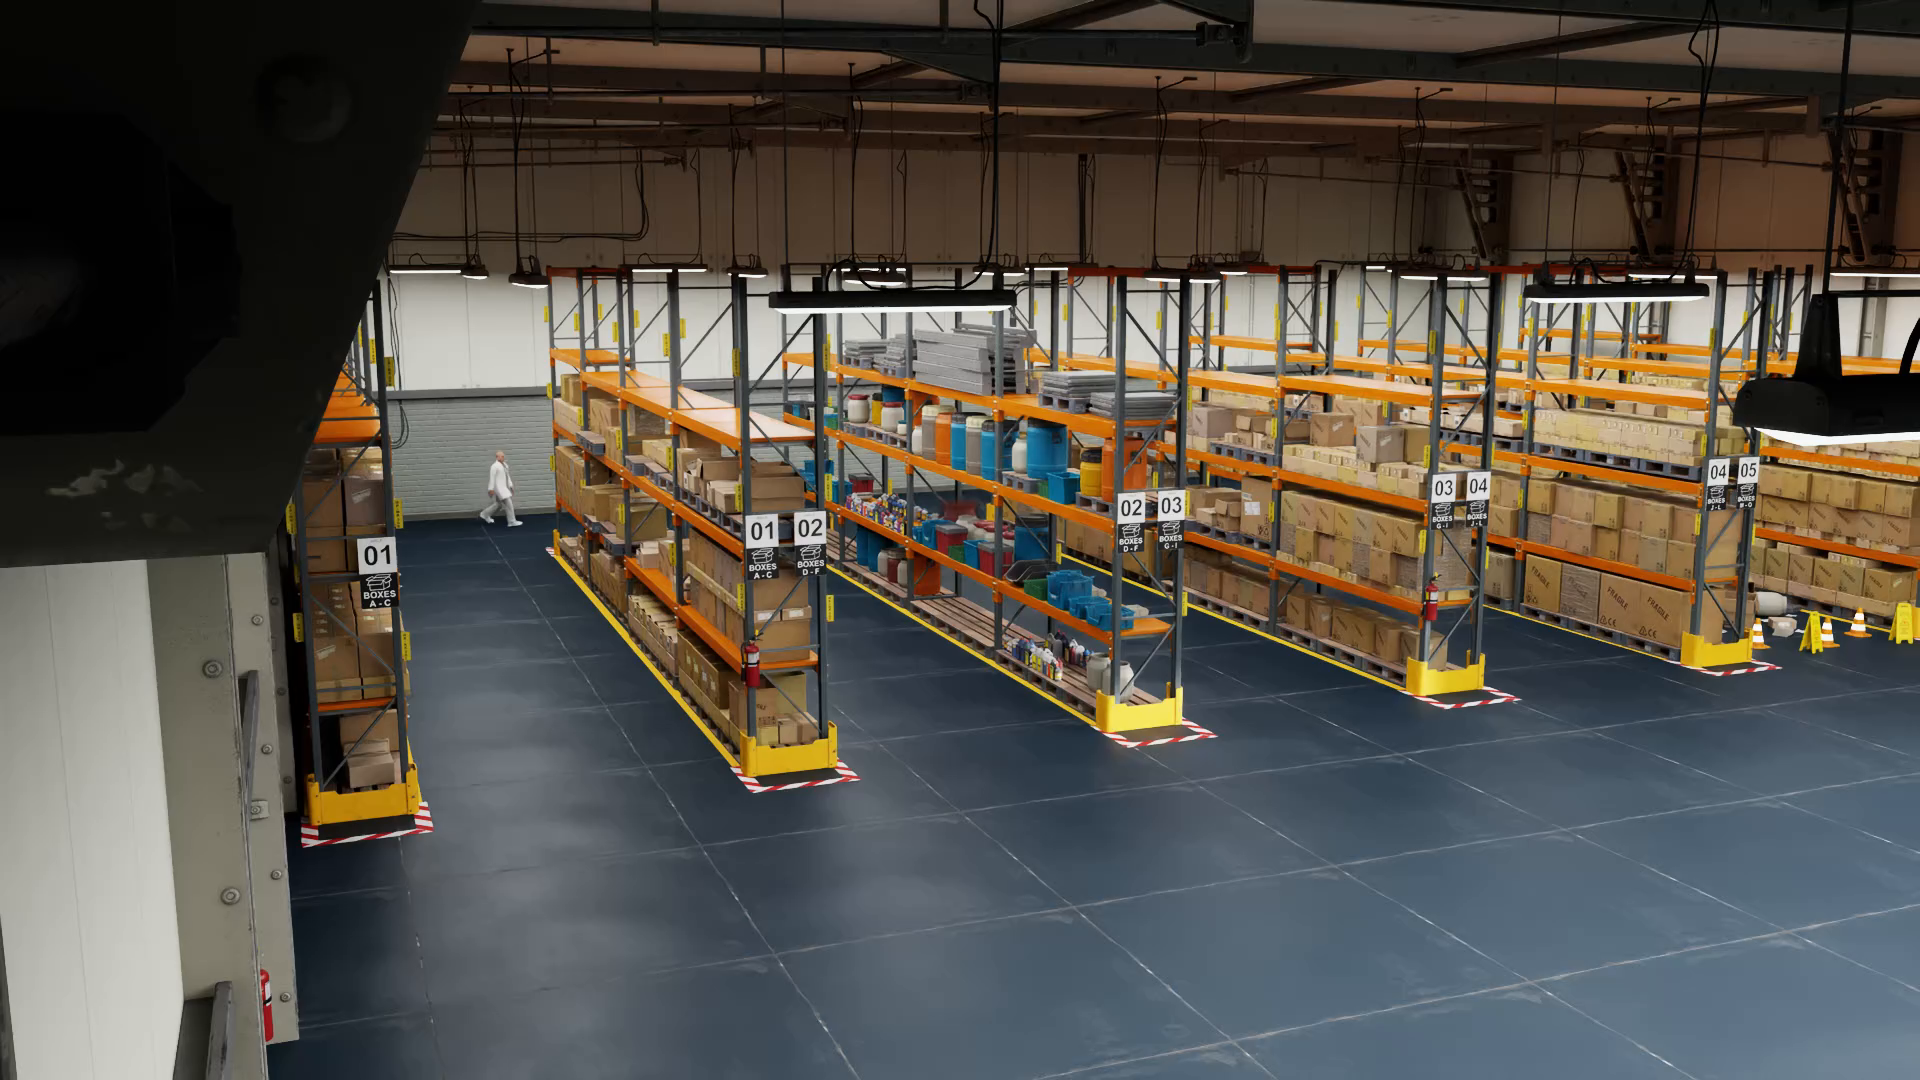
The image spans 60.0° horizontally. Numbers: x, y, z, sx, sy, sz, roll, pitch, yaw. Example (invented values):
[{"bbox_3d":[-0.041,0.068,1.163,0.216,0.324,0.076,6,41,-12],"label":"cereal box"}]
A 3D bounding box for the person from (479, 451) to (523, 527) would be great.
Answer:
[{"bbox_3d":[-10.619,-1.186,38.370,1.062,1.744,0.567,1,10,4],"label":"person"}]
